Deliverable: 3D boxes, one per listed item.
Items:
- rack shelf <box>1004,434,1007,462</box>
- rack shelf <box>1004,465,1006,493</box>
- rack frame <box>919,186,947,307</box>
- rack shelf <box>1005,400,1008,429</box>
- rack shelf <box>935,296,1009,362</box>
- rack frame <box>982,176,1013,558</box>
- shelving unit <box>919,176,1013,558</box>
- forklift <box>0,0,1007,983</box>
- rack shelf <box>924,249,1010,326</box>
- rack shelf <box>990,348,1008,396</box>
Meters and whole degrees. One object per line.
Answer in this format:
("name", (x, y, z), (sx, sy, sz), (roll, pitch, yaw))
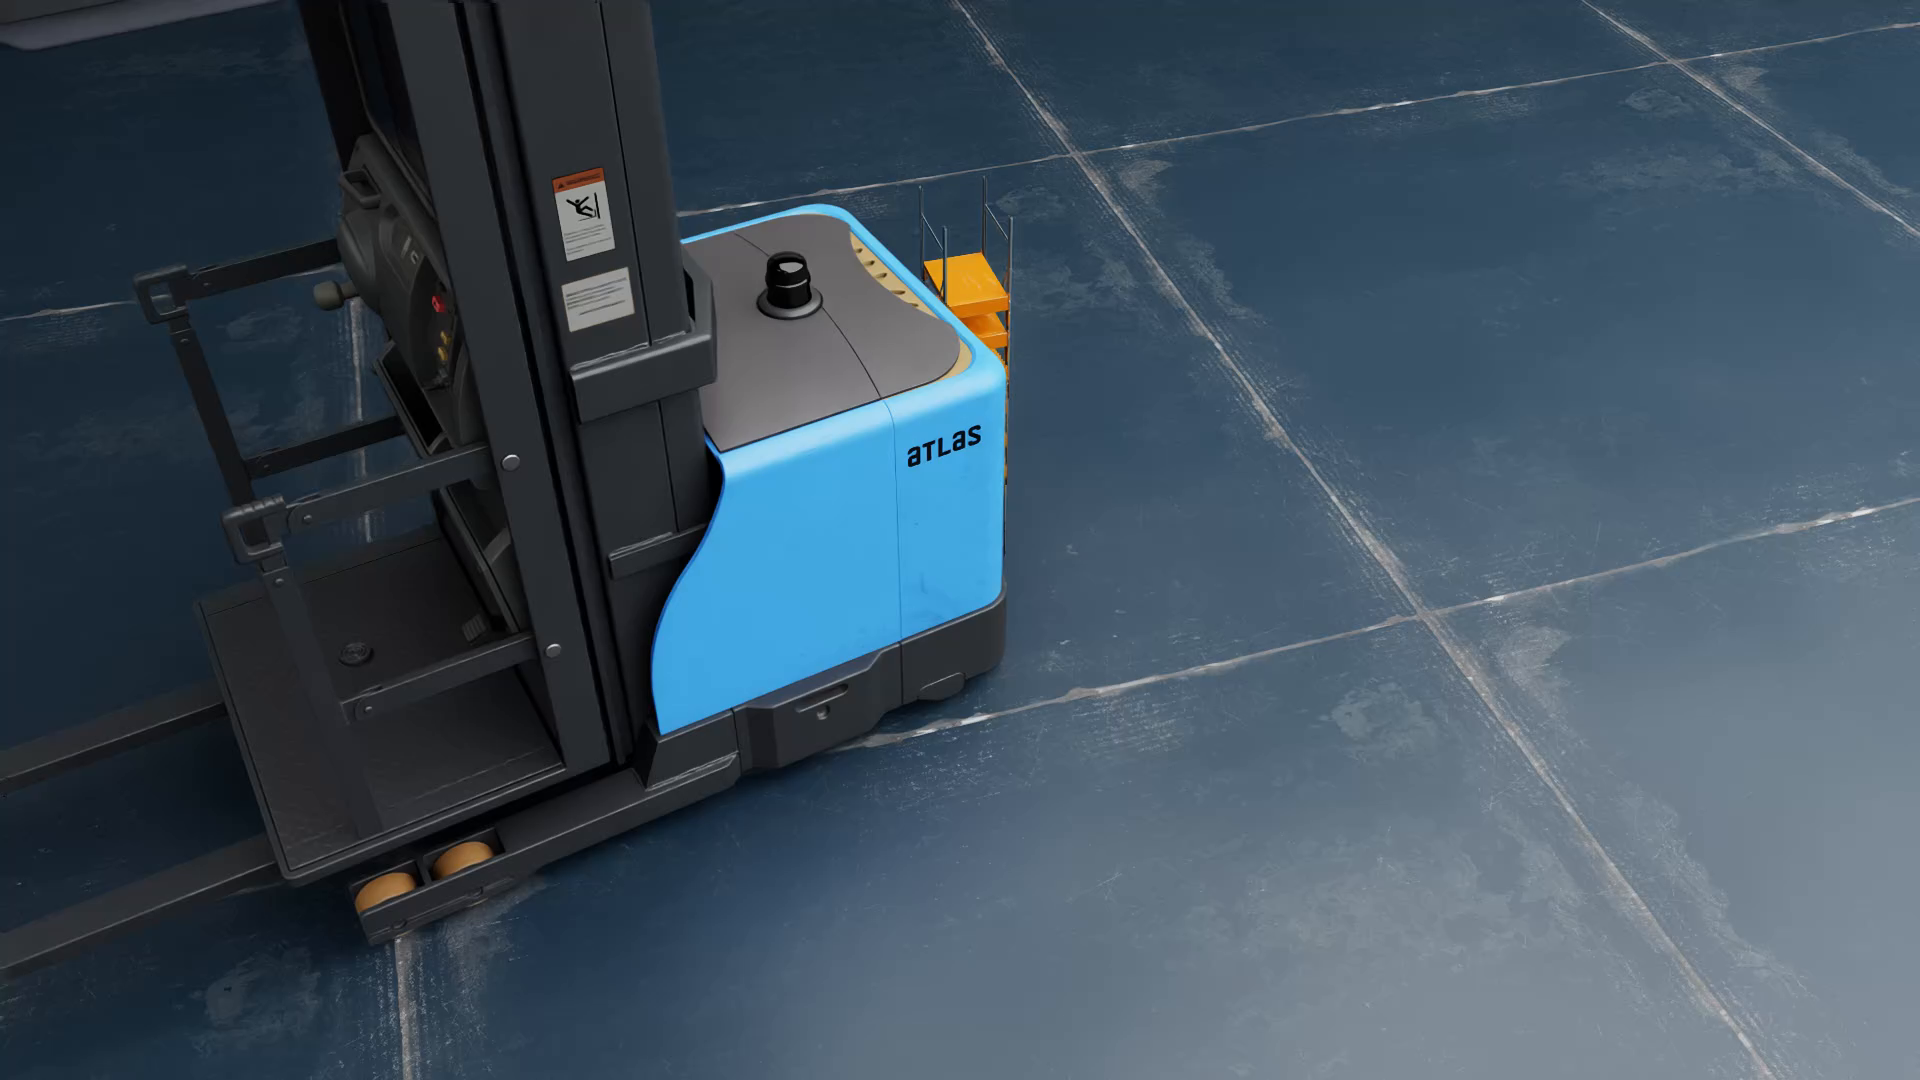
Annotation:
("rack shelf", (0.014, -0.331, 4.967), (0.180, 0.103, 0.258), (-12, 42, -13))
("rack shelf", (0.014, -0.241, 5.046), (0.180, 0.103, 0.258), (-12, 42, -13))
("rack frame", (-0.073, -0.437, 4.838), (0.006, 1.200, 0.240), (-12, 42, -13))
("rack shelf", (0.014, -0.421, 4.888), (0.180, 0.103, 0.258), (-12, 42, -13))
("rack shelf", (0.014, -0.602, 4.730), (0.180, 0.103, 0.258), (-12, 42, -13))
("rack frame", (0.101, -0.473, 4.879), (0.006, 1.200, 0.240), (-12, 42, -13))
("shelving unit", (0.014, -0.455, 4.859), (0.189, 1.200, 0.258), (-12, 42, -13))
("forklift", (-1.405, -0.517, 3.614), (3.031, 2.935, 1.130), (-21, 45, -22))
("rack shelf", (0.014, -0.692, 4.651), (0.180, 0.103, 0.258), (-12, 42, -13))
("rack shelf", (0.014, -0.512, 4.809), (0.180, 0.103, 0.258), (-12, 42, -13))
